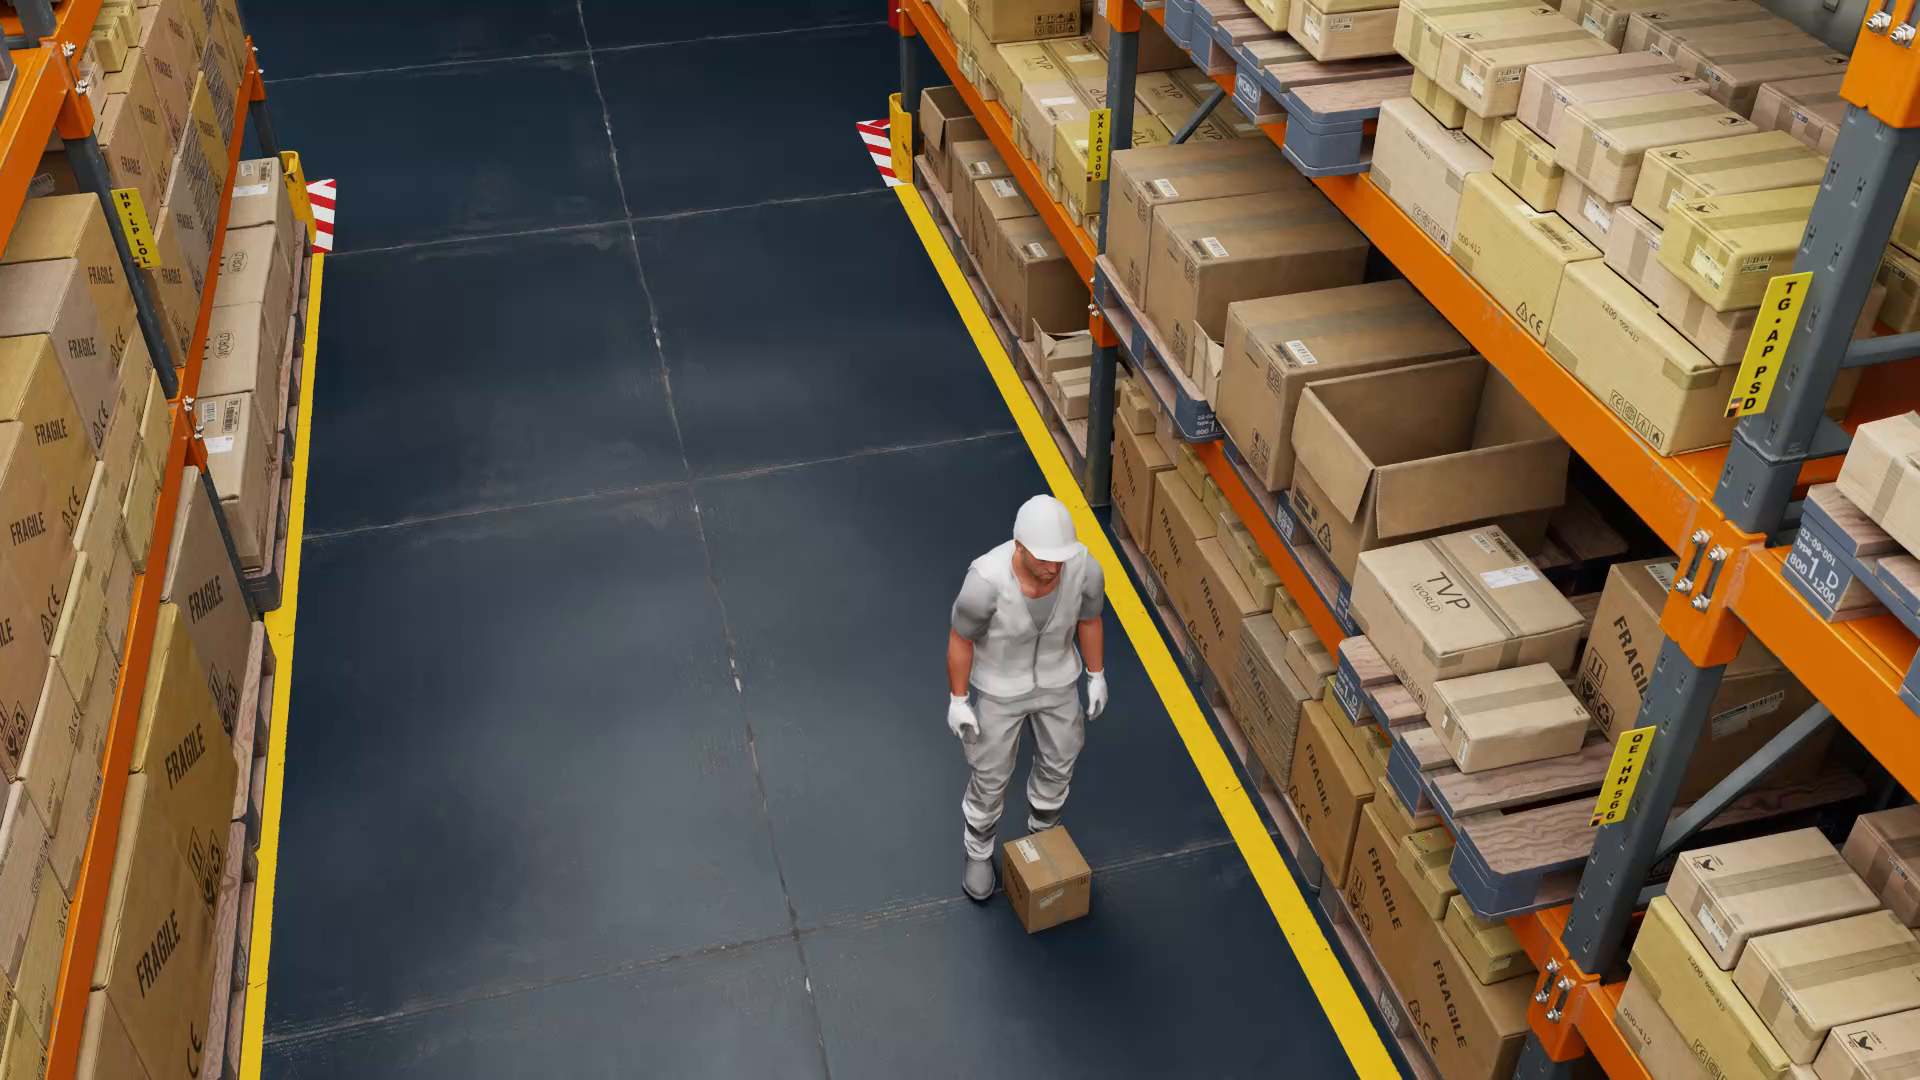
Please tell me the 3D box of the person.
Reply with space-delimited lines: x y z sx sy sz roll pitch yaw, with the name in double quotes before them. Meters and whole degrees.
"person" 0.244 0.548 5.996 0.609 1.779 0.449 -10 39 -13
